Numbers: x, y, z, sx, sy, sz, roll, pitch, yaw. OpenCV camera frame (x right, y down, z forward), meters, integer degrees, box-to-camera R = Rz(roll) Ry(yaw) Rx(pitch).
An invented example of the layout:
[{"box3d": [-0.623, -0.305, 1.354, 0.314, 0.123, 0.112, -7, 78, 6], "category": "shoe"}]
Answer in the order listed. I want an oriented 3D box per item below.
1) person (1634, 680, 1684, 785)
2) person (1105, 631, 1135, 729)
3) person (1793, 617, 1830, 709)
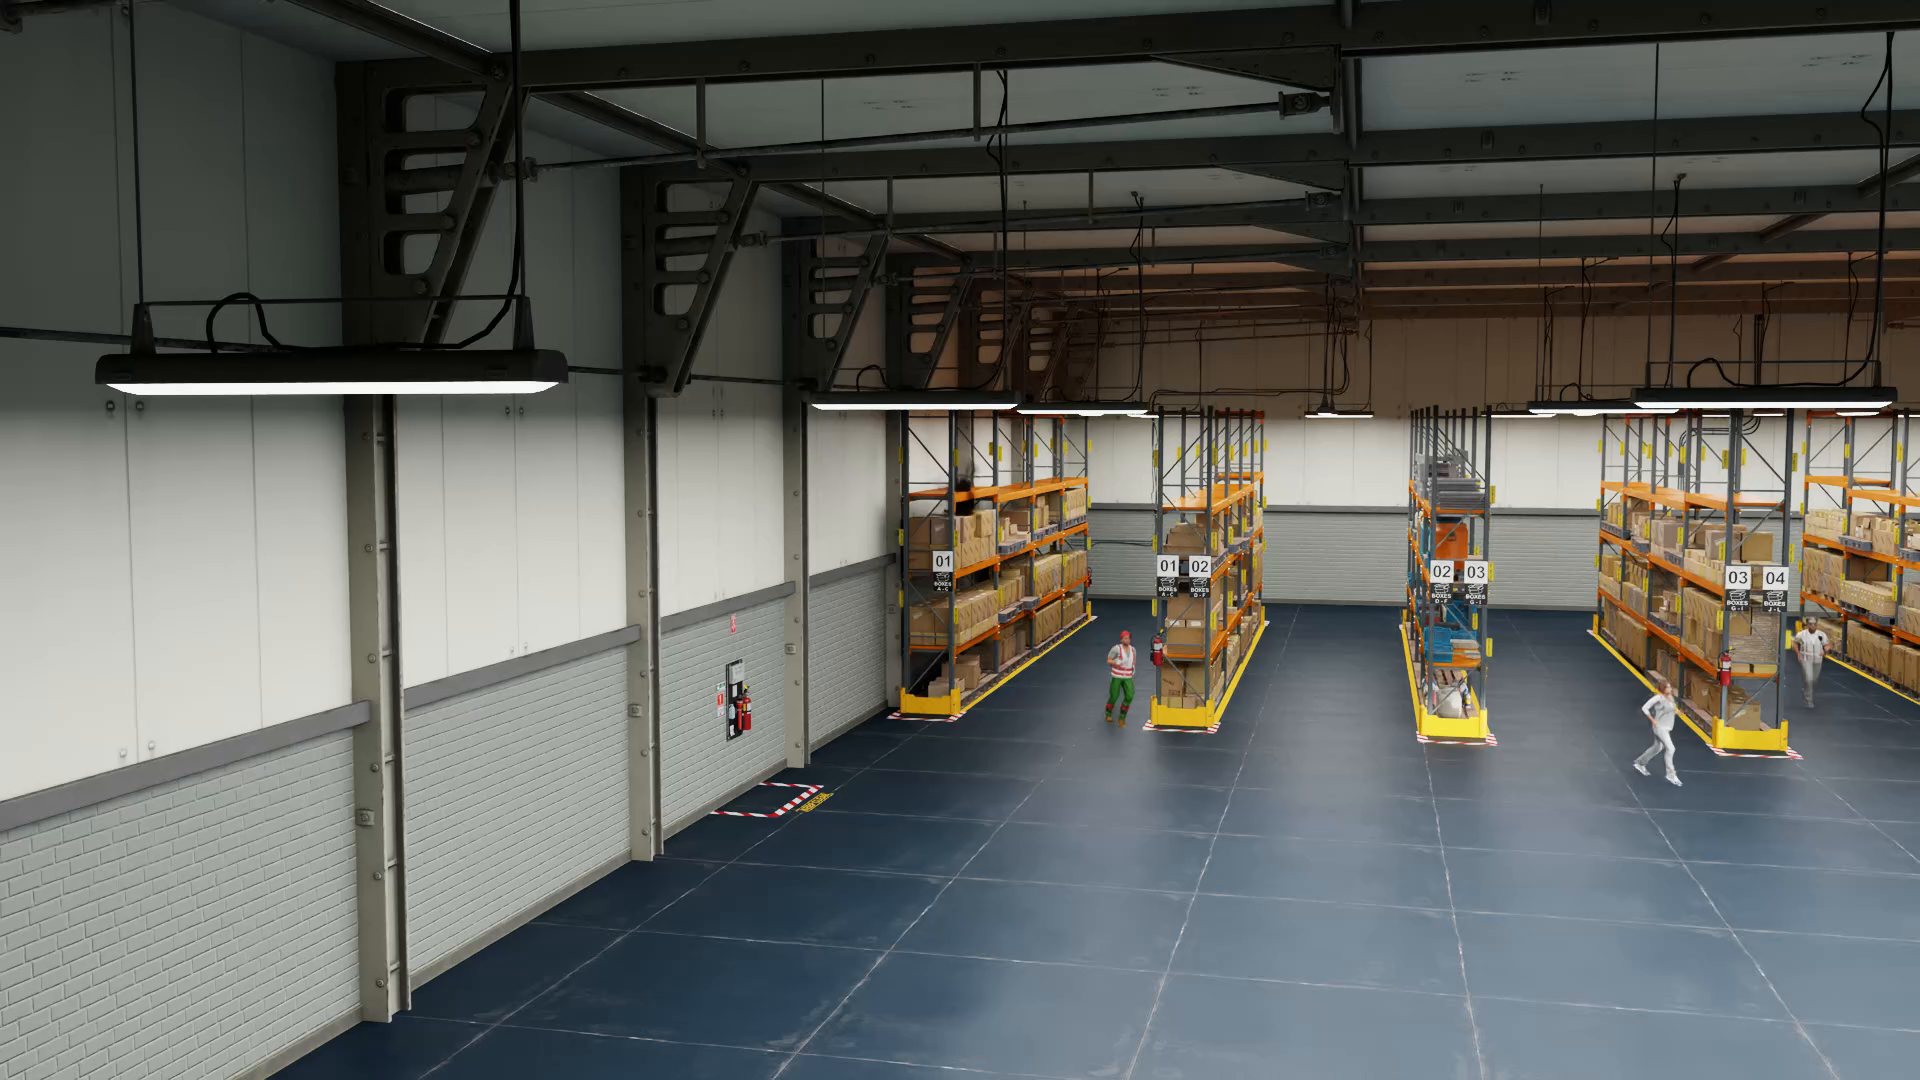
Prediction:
[{"box3d": [11.135, 3.029, 26.419, 0.518, 1.631, 0.776, -4, 6, -43], "category": "person"}, {"box3d": [3.044, 2.612, 31.123, 0.651, 1.841, 0.751, -1, 4, -16], "category": "person"}, {"box3d": [17.131, 2.438, 33.467, 0.658, 1.828, 0.852, 1, 4, 11], "category": "person"}]
